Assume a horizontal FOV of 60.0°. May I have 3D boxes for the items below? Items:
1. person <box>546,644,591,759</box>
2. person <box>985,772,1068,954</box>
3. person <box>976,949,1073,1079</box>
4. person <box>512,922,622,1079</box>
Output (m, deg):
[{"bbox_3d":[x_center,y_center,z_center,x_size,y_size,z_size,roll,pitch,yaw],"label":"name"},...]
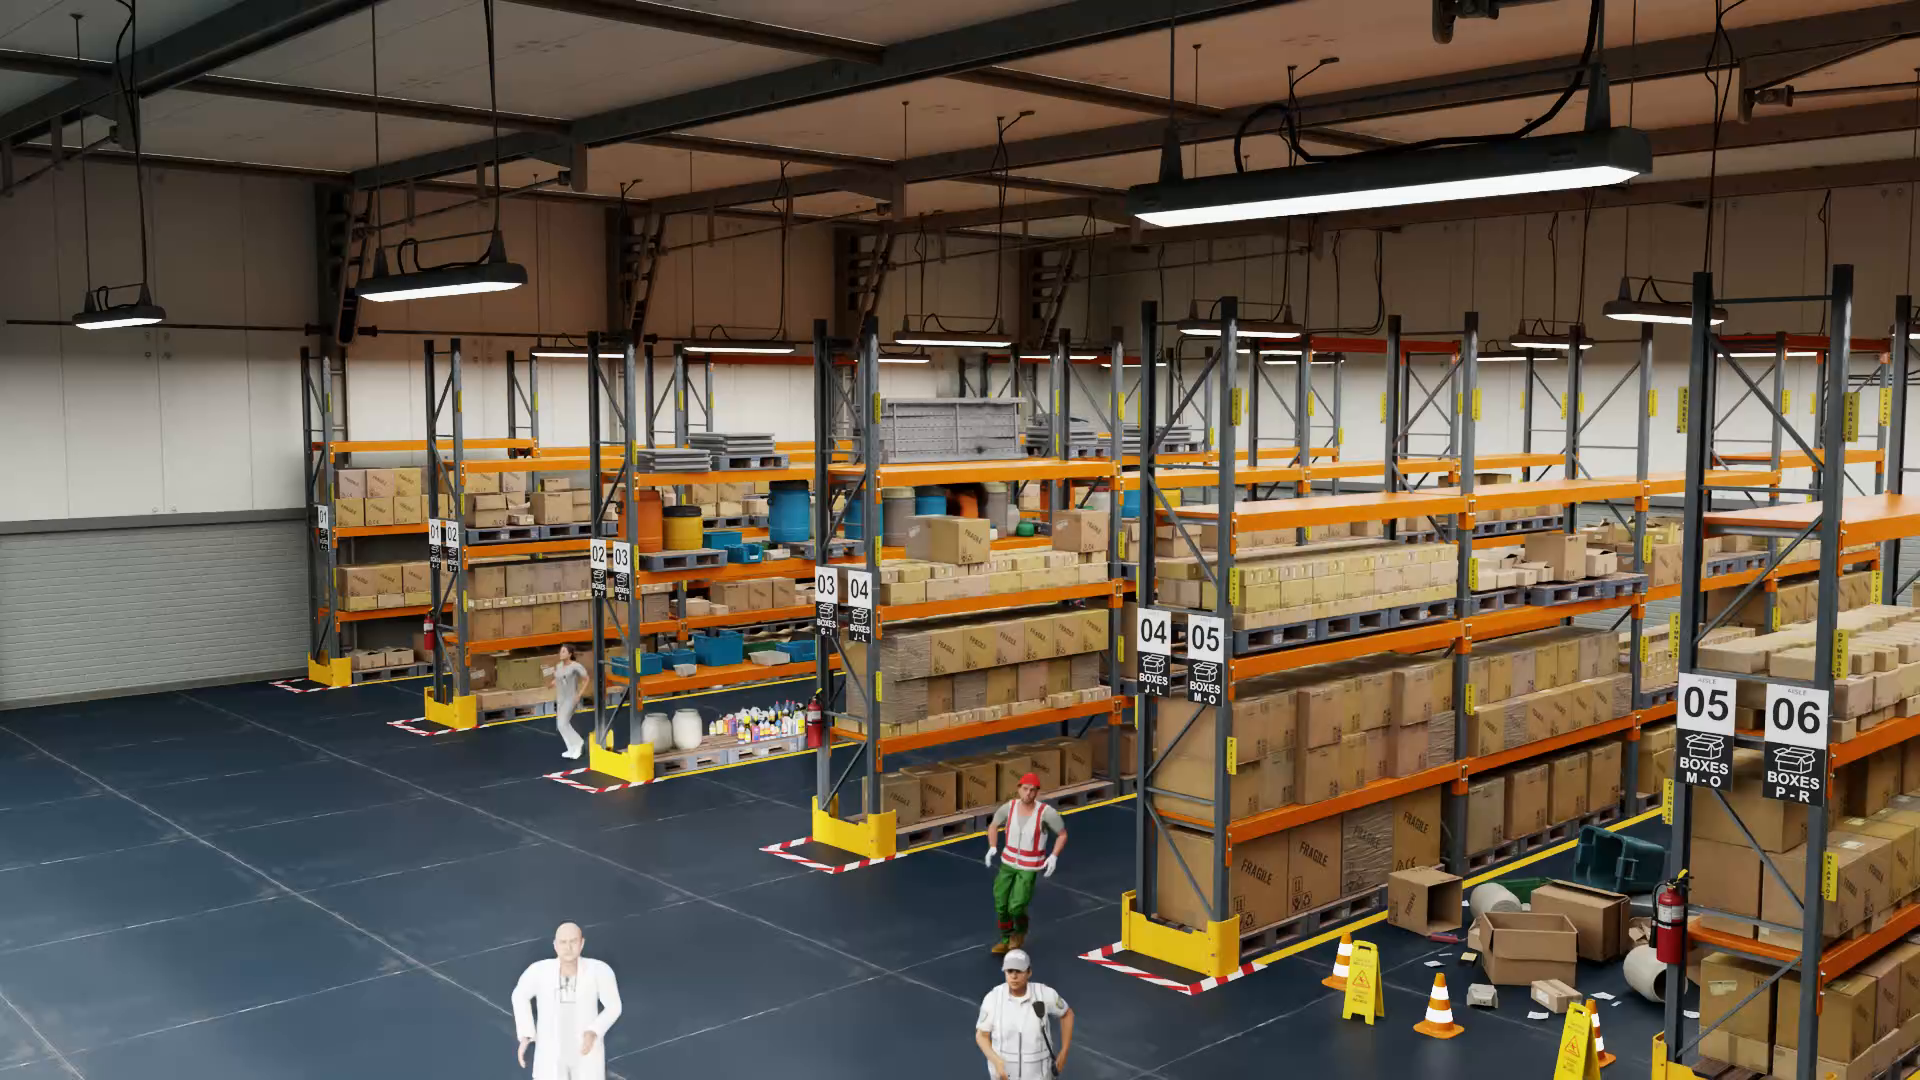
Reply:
[{"bbox_3d":[-5.549,2.284,23.394,0.571,1.626,0.570,3,6,33],"label":"person"},{"bbox_3d":[0.557,2.969,15.130,0.719,1.719,0.534,2,6,25],"label":"person"},{"bbox_3d":[0.403,3.423,10.601,0.616,1.639,0.628,1,5,7],"label":"person"},{"bbox_3d":[-2.542,3.353,10.784,0.704,1.732,0.628,-1,5,-13],"label":"person"}]
